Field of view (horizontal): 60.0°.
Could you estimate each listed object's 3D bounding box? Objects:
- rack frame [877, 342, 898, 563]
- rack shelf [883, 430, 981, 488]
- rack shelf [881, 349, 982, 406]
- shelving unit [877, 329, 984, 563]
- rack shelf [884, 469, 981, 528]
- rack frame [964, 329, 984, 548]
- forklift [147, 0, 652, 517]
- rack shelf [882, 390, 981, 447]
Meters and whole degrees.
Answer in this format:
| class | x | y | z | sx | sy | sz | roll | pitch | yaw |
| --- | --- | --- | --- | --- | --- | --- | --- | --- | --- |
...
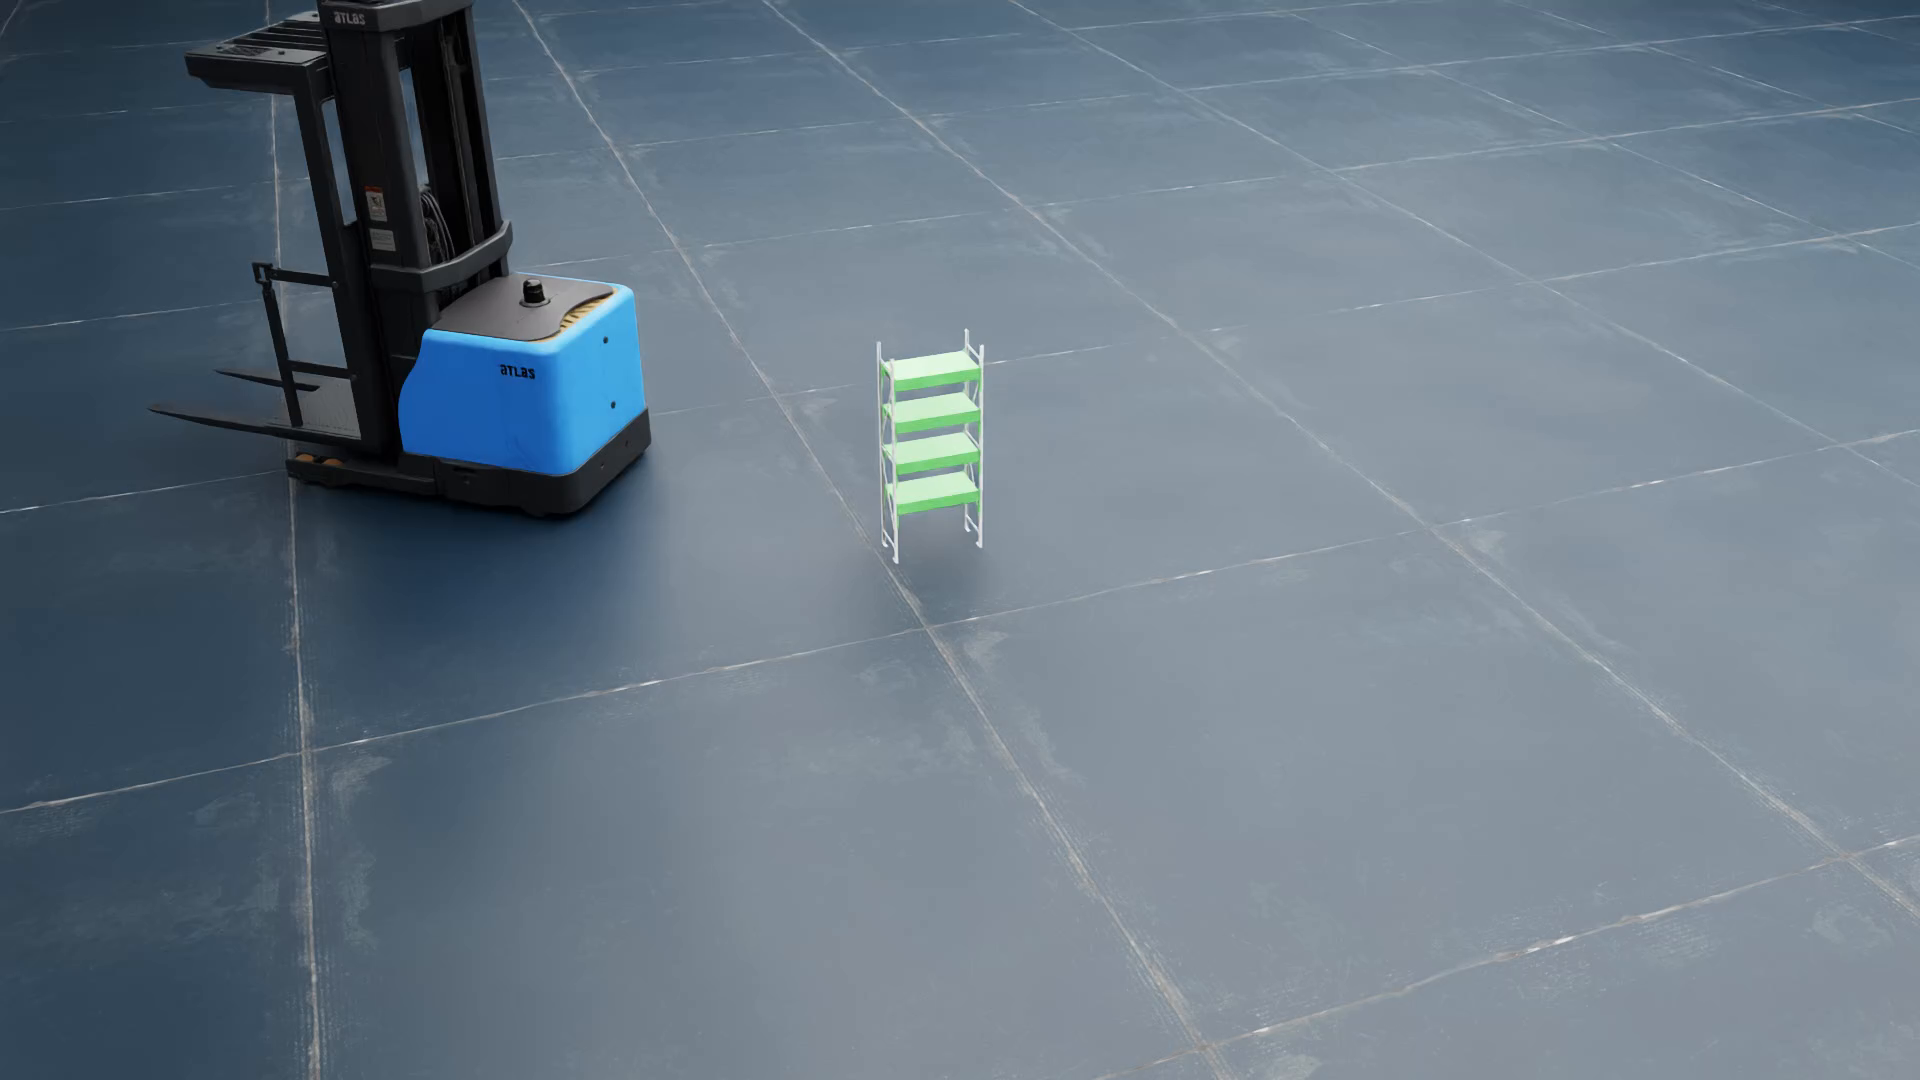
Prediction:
| class | x | y | z | sx | sy | sz | roll | pitch | yaw |
| --- | --- | --- | --- | --- | --- | --- | --- | --- | --- |
| rack frame | -0.384 | -0.451 | 8.829 | 0.015 | 1.200 | 0.240 | -10 | 31 | -18 |
| rack shelf | -0.155 | -0.437 | 8.934 | 0.480 | 0.148 | 0.258 | -10 | 31 | -18 |
| rack shelf | -0.155 | -0.854 | 8.697 | 0.480 | 0.148 | 0.258 | -10 | 31 | -18 |
| shelving unit | -0.155 | -0.493 | 8.903 | 0.503 | 1.200 | 0.258 | -10 | 31 | -18 |
| rack shelf | -0.155 | -0.229 | 9.053 | 0.480 | 0.148 | 0.258 | -10 | 31 | -18 |
| rack frame | 0.074 | -0.535 | 8.977 | 0.015 | 1.200 | 0.240 | -10 | 31 | -18 |
| forklift | -3.458 | -1.821 | 9.485 | 3.031 | 2.935 | 1.130 | 9 | 31 | 15 |
| rack shelf | -0.155 | -0.646 | 8.816 | 0.480 | 0.148 | 0.258 | -10 | 31 | -18 |
